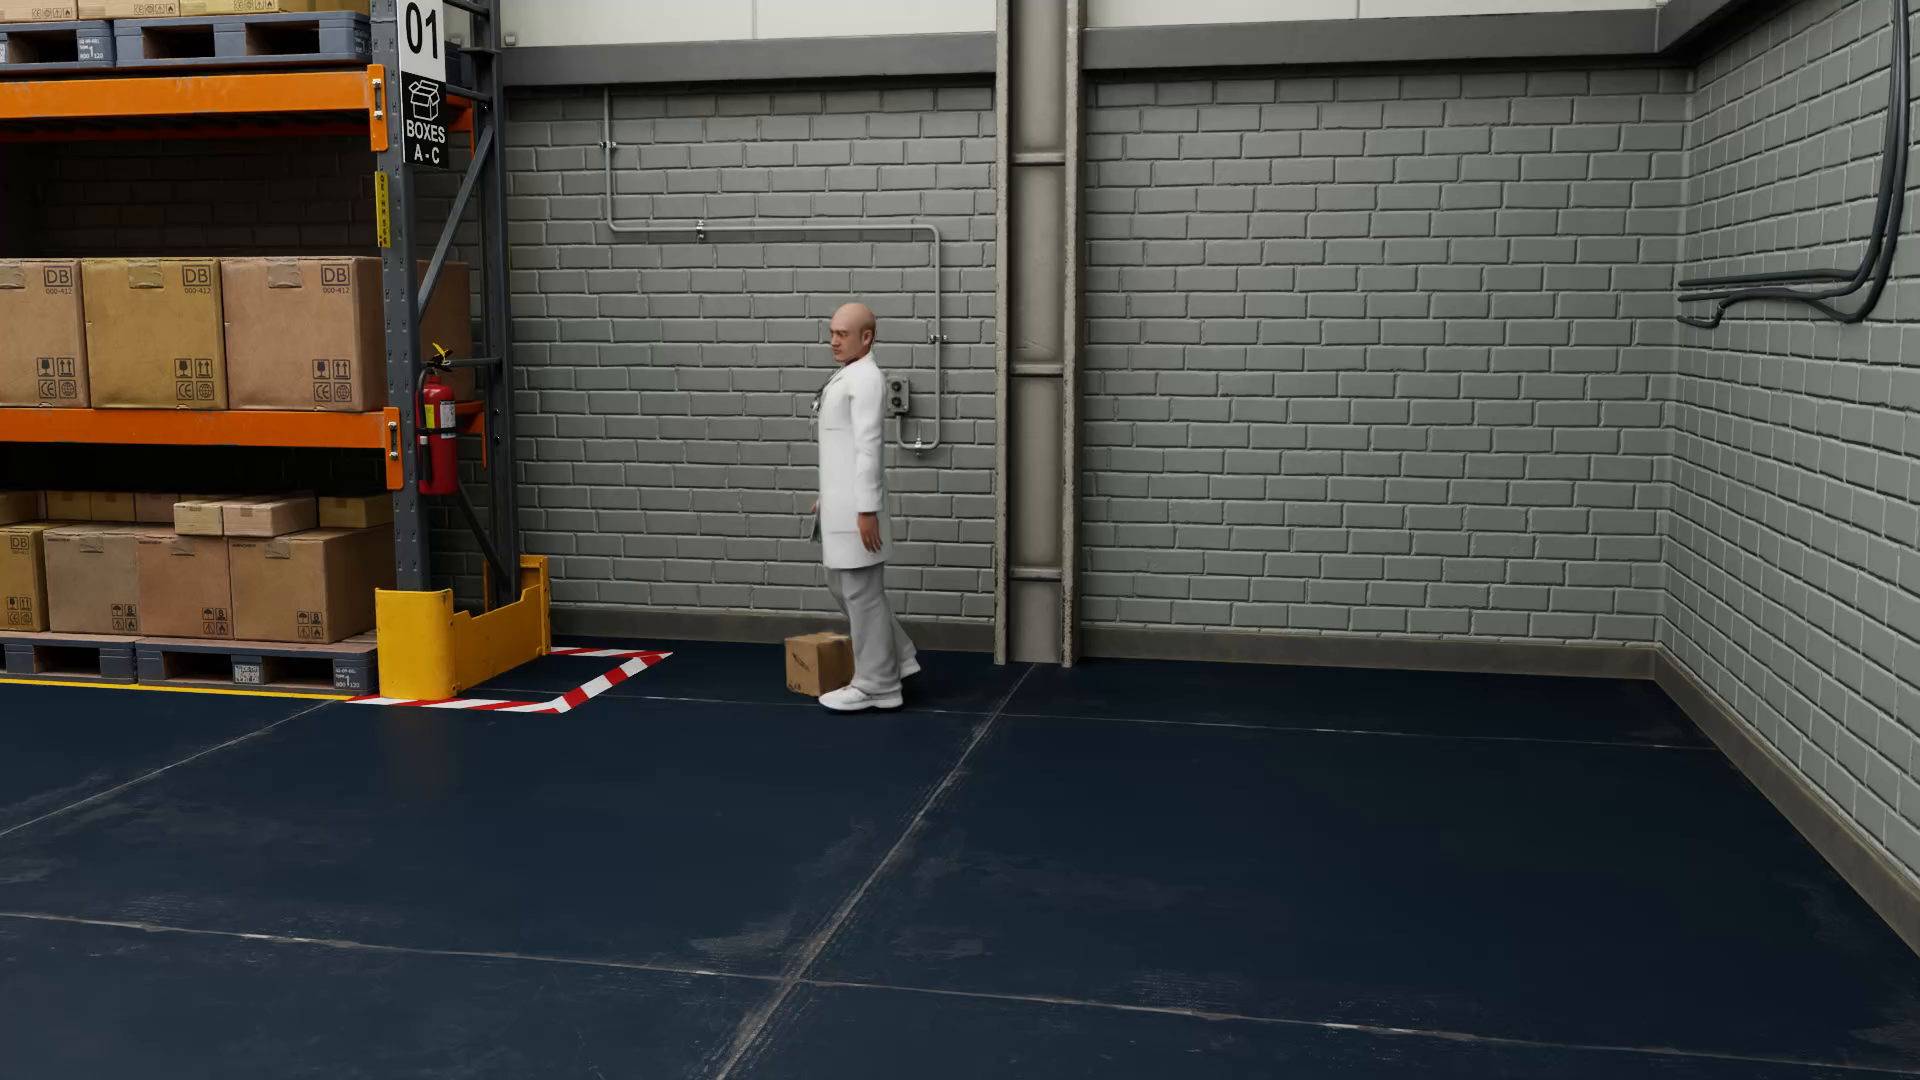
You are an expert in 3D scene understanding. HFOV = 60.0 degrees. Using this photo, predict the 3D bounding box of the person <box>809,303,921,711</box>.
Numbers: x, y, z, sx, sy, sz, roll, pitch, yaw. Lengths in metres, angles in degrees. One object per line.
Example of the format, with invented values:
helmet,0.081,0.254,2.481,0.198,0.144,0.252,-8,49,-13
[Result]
person,-0.418,-0.149,7.313,0.501,1.771,0.752,-1,8,-4
